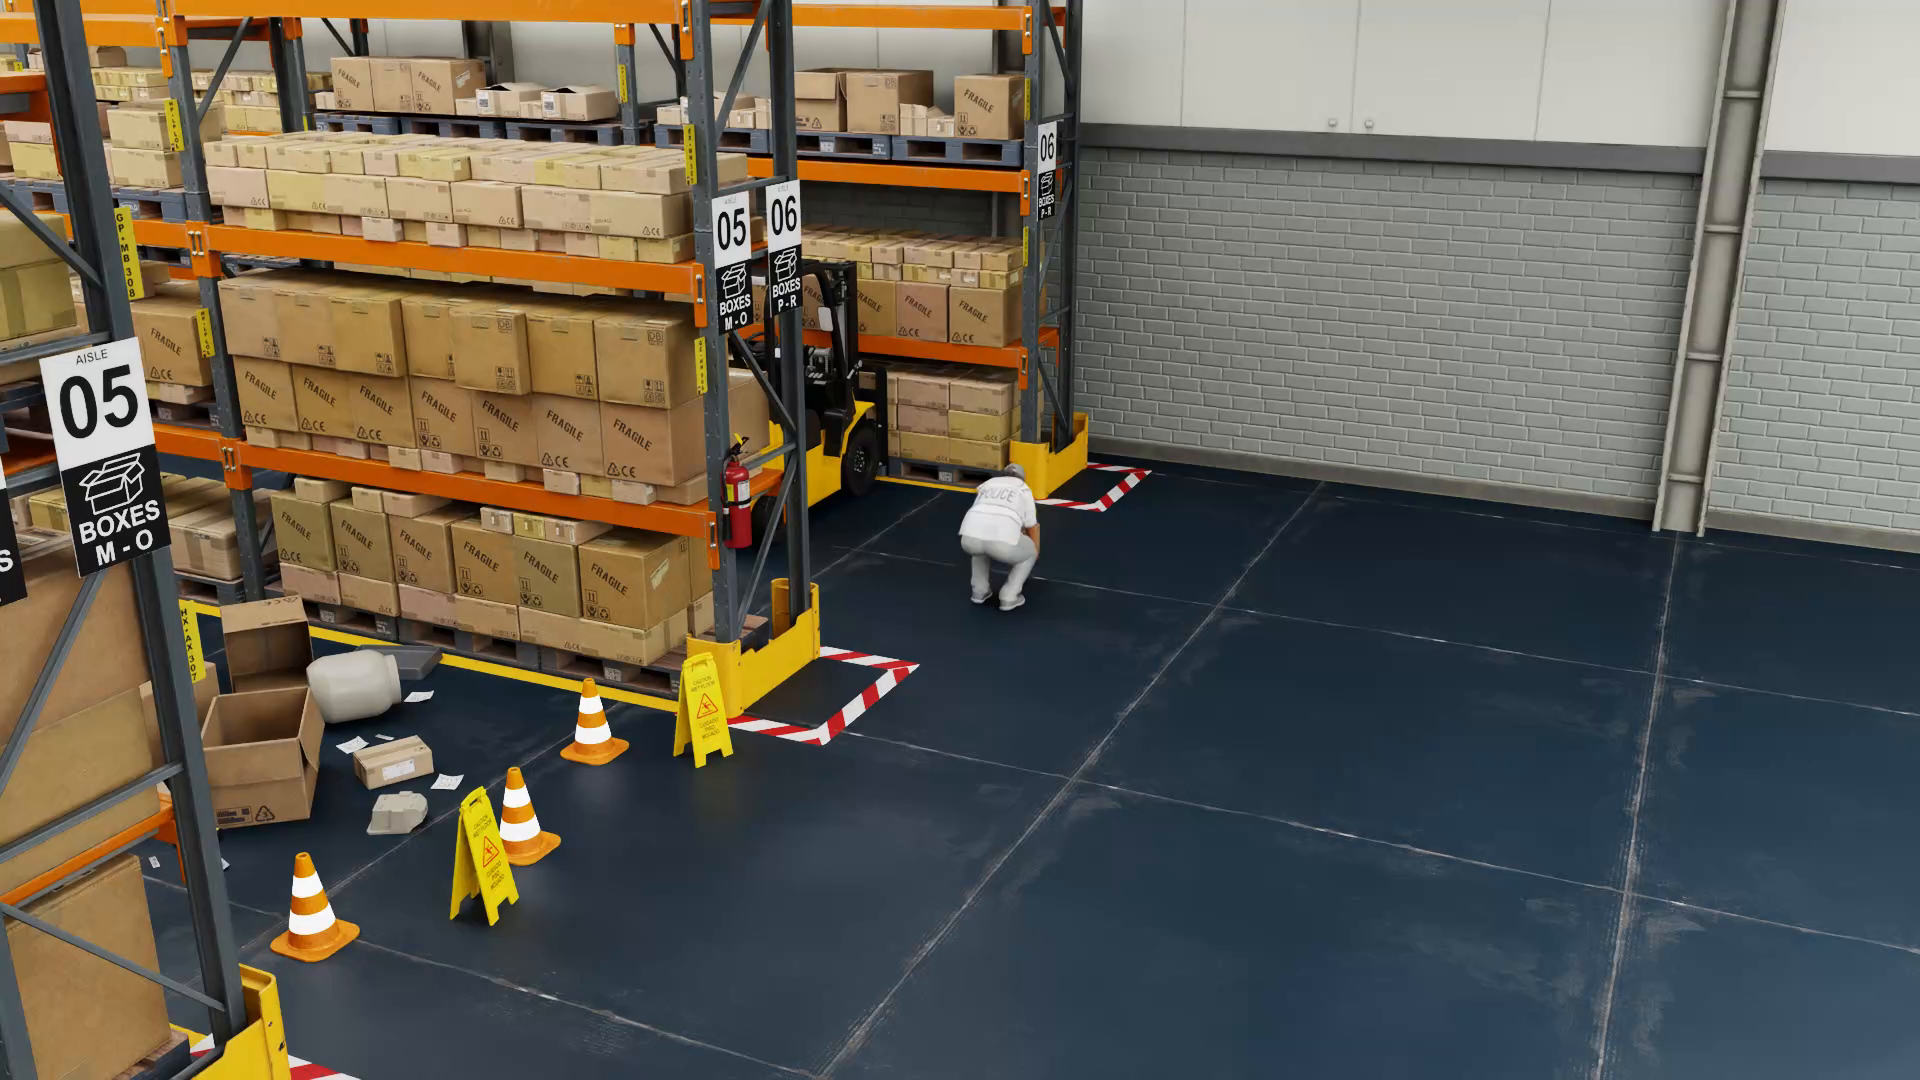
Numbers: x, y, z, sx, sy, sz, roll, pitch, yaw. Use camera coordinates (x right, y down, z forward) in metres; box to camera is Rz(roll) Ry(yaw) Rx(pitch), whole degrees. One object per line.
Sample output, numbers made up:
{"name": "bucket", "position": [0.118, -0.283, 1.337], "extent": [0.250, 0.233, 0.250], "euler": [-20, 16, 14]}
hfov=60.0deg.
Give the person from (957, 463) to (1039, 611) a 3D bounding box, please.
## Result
{"name": "person", "position": [0.310, -0.012, 12.211], "extent": [0.492, 0.944, 0.892], "euler": [8, 21, 21]}
